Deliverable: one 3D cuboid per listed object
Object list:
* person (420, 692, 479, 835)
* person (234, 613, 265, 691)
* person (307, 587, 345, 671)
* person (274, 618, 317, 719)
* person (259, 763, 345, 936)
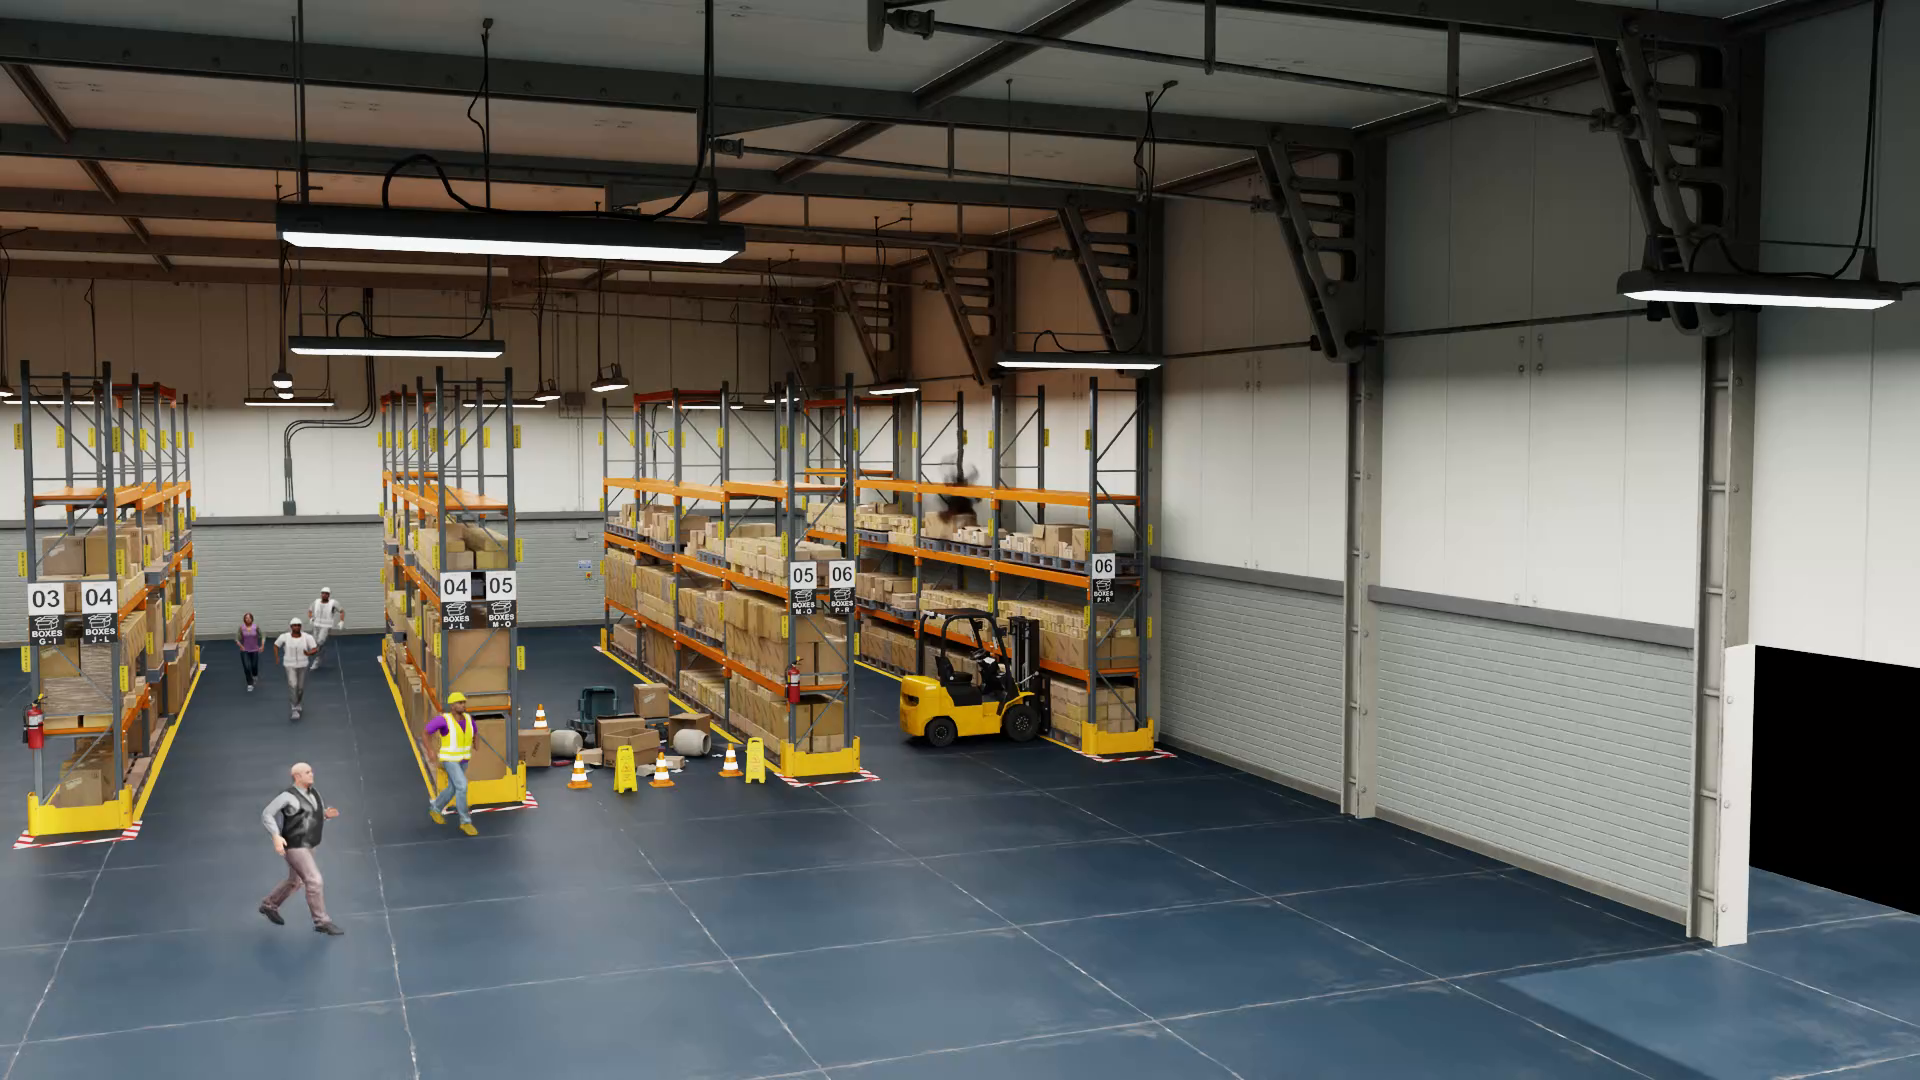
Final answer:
[{"bbox_3d":[-6.444,2.827,21.293,0.923,1.773,0.708,2,4,27],"label":"person"},{"bbox_3d":[-14.200,2.234,33.266,0.576,1.563,0.565,-1,4,-22],"label":"person"},{"bbox_3d":[-13.926,1.926,36.399,0.752,1.794,0.704,0,3,6],"label":"person"},{"bbox_3d":[-11.985,2.285,30.050,0.707,1.776,0.896,-2,4,-32],"label":"person"},{"bbox_3d":[-6.662,3.109,16.767,0.953,1.715,0.645,0,3,6],"label":"person"}]
